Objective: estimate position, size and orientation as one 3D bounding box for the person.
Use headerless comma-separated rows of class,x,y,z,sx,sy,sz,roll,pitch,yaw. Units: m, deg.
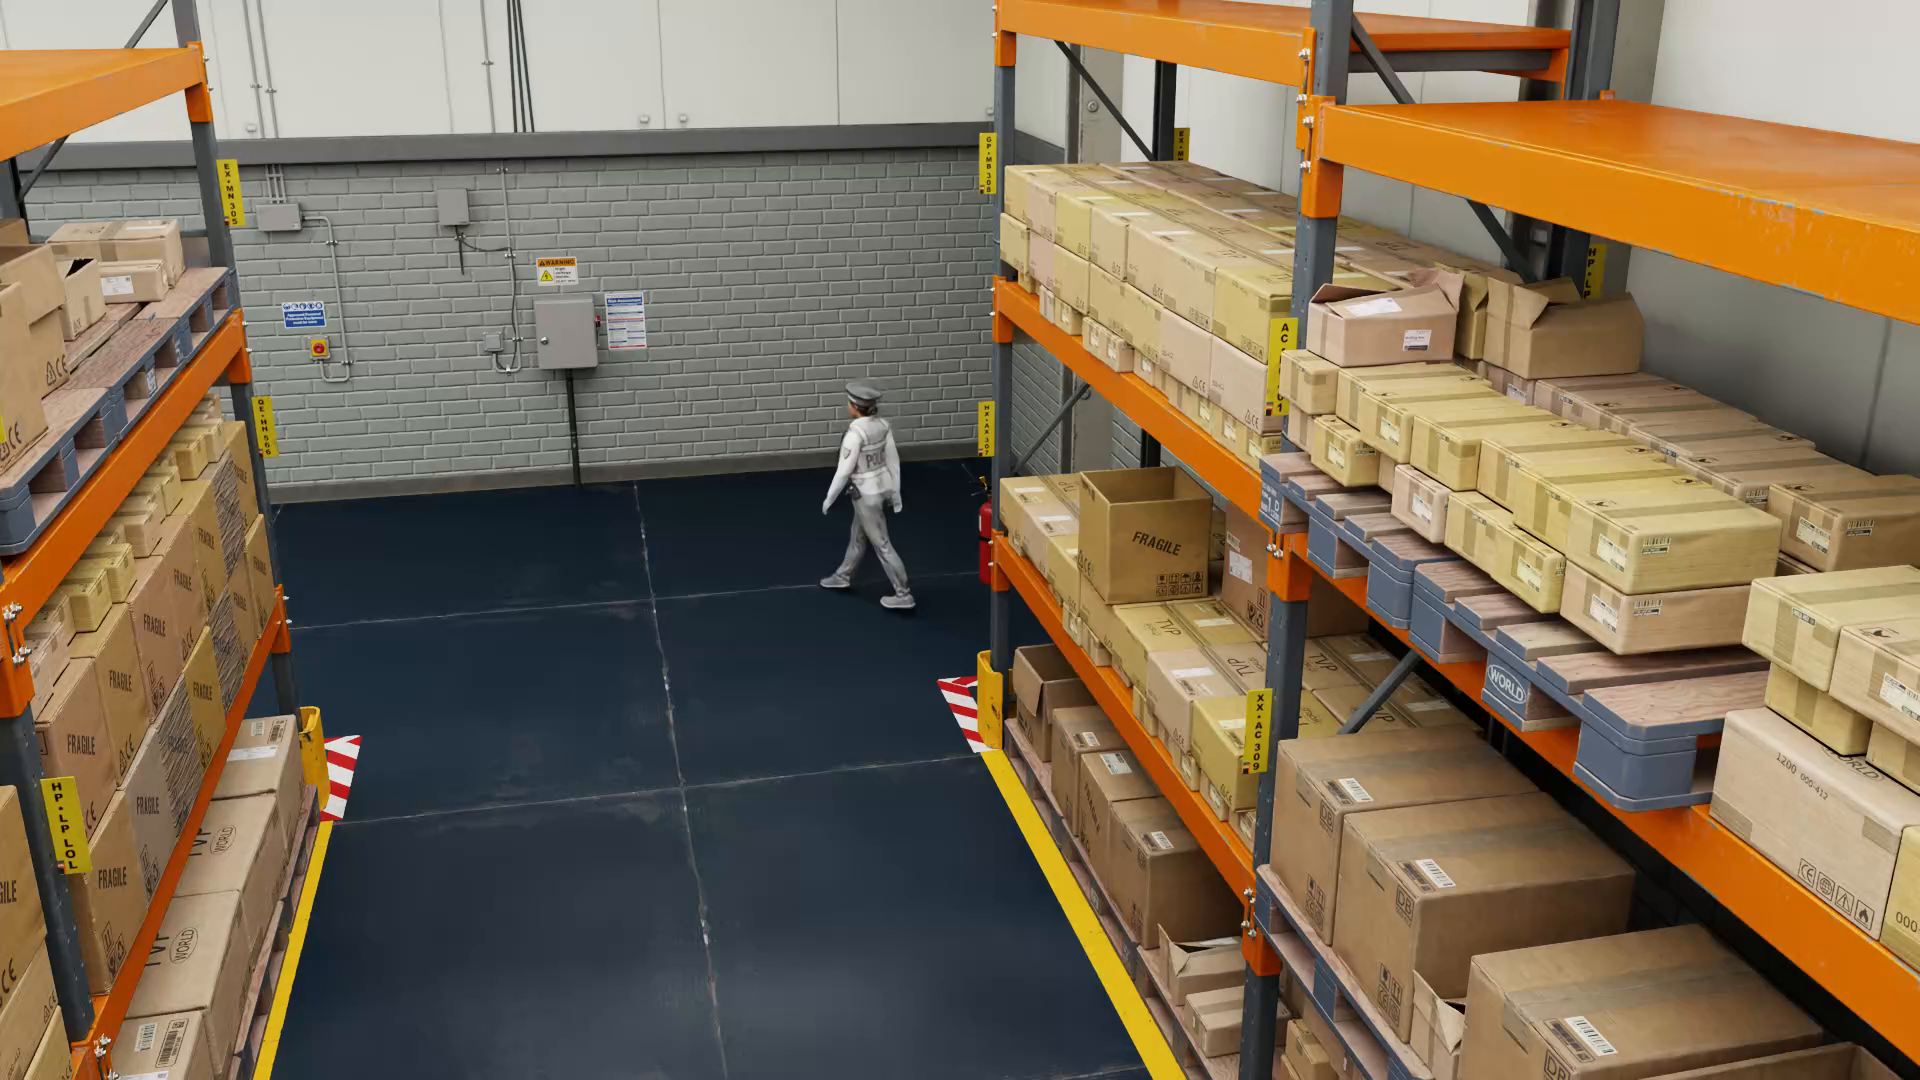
person,-0.720,-0.327,11.942,0.907,1.650,0.513,10,22,27
